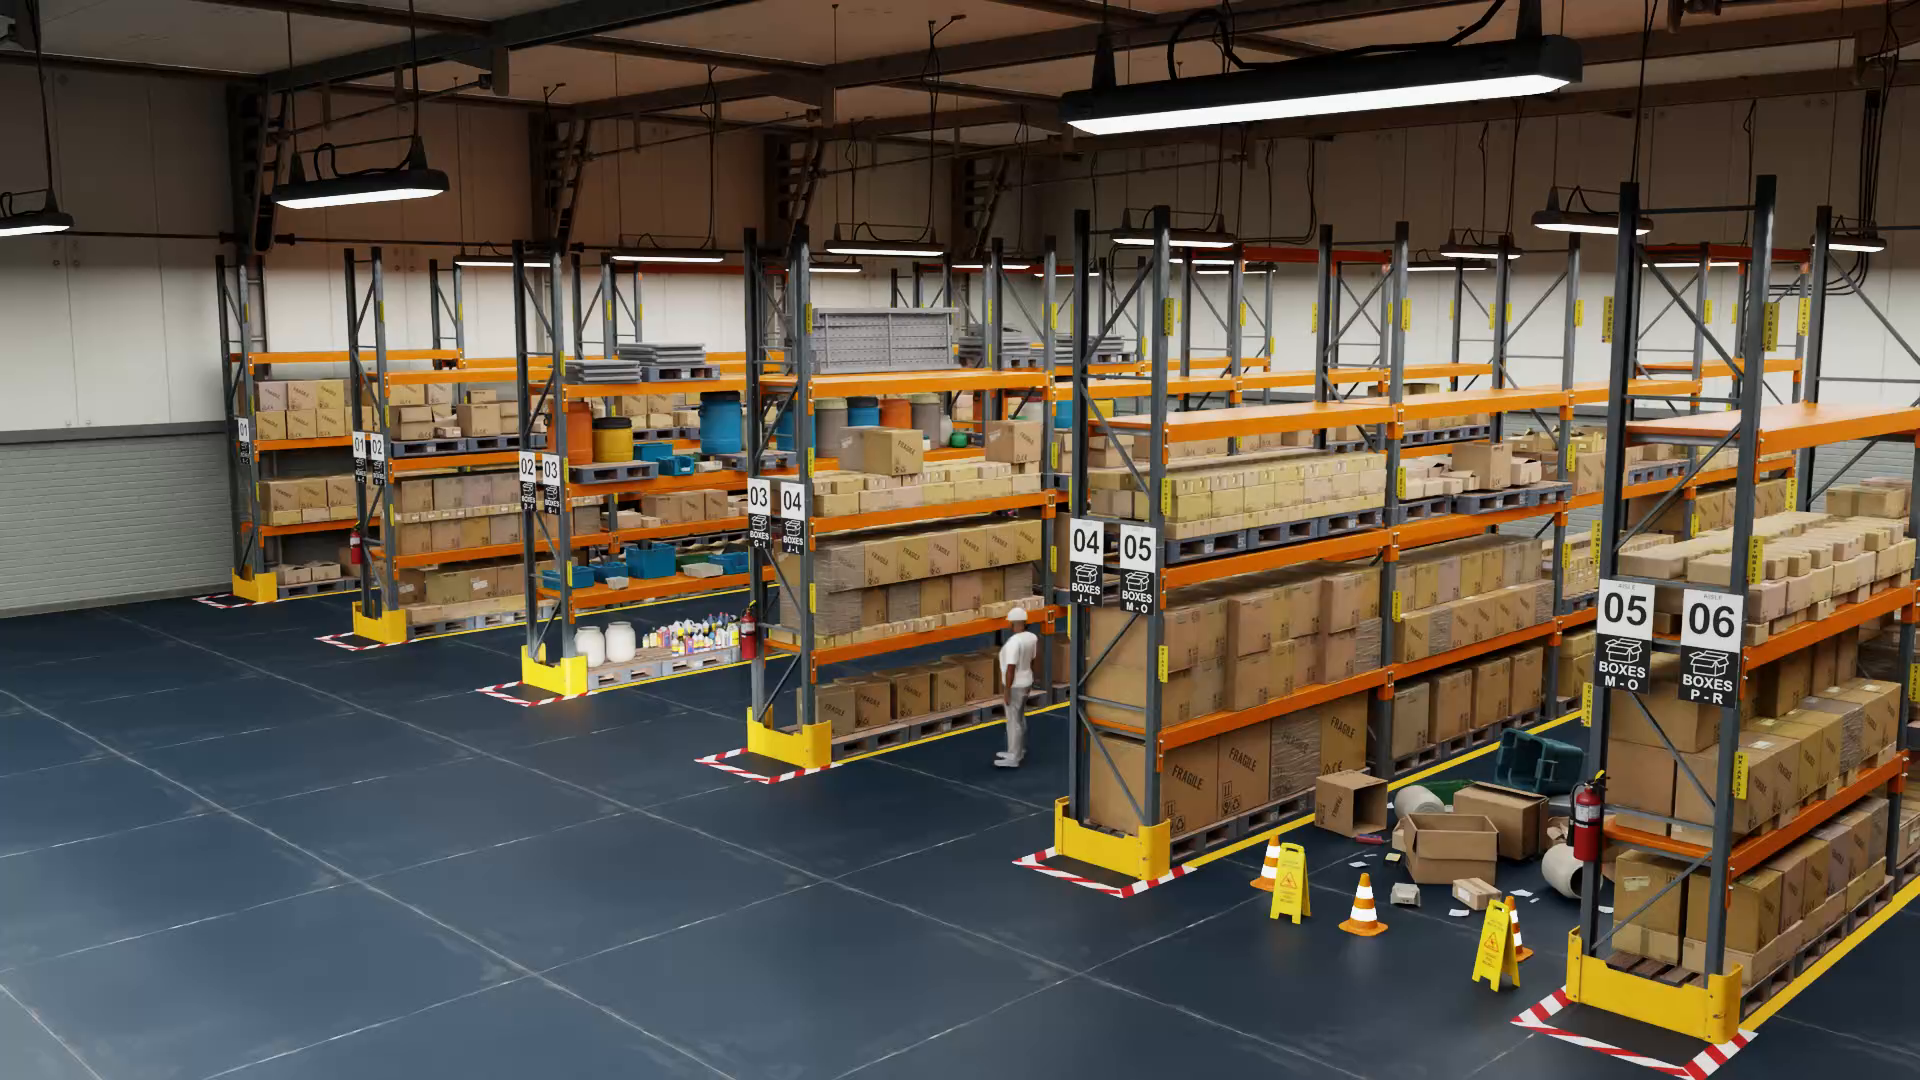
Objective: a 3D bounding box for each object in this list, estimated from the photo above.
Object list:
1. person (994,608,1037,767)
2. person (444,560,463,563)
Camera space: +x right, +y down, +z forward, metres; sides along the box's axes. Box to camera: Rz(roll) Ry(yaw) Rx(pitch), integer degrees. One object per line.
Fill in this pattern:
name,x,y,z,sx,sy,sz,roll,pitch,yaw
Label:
person,0.613,1.636,18.775,0.460,1.766,0.616,2,8,16
person,-8.643,0.318,28.622,0.589,1.798,0.422,-4,9,-25
